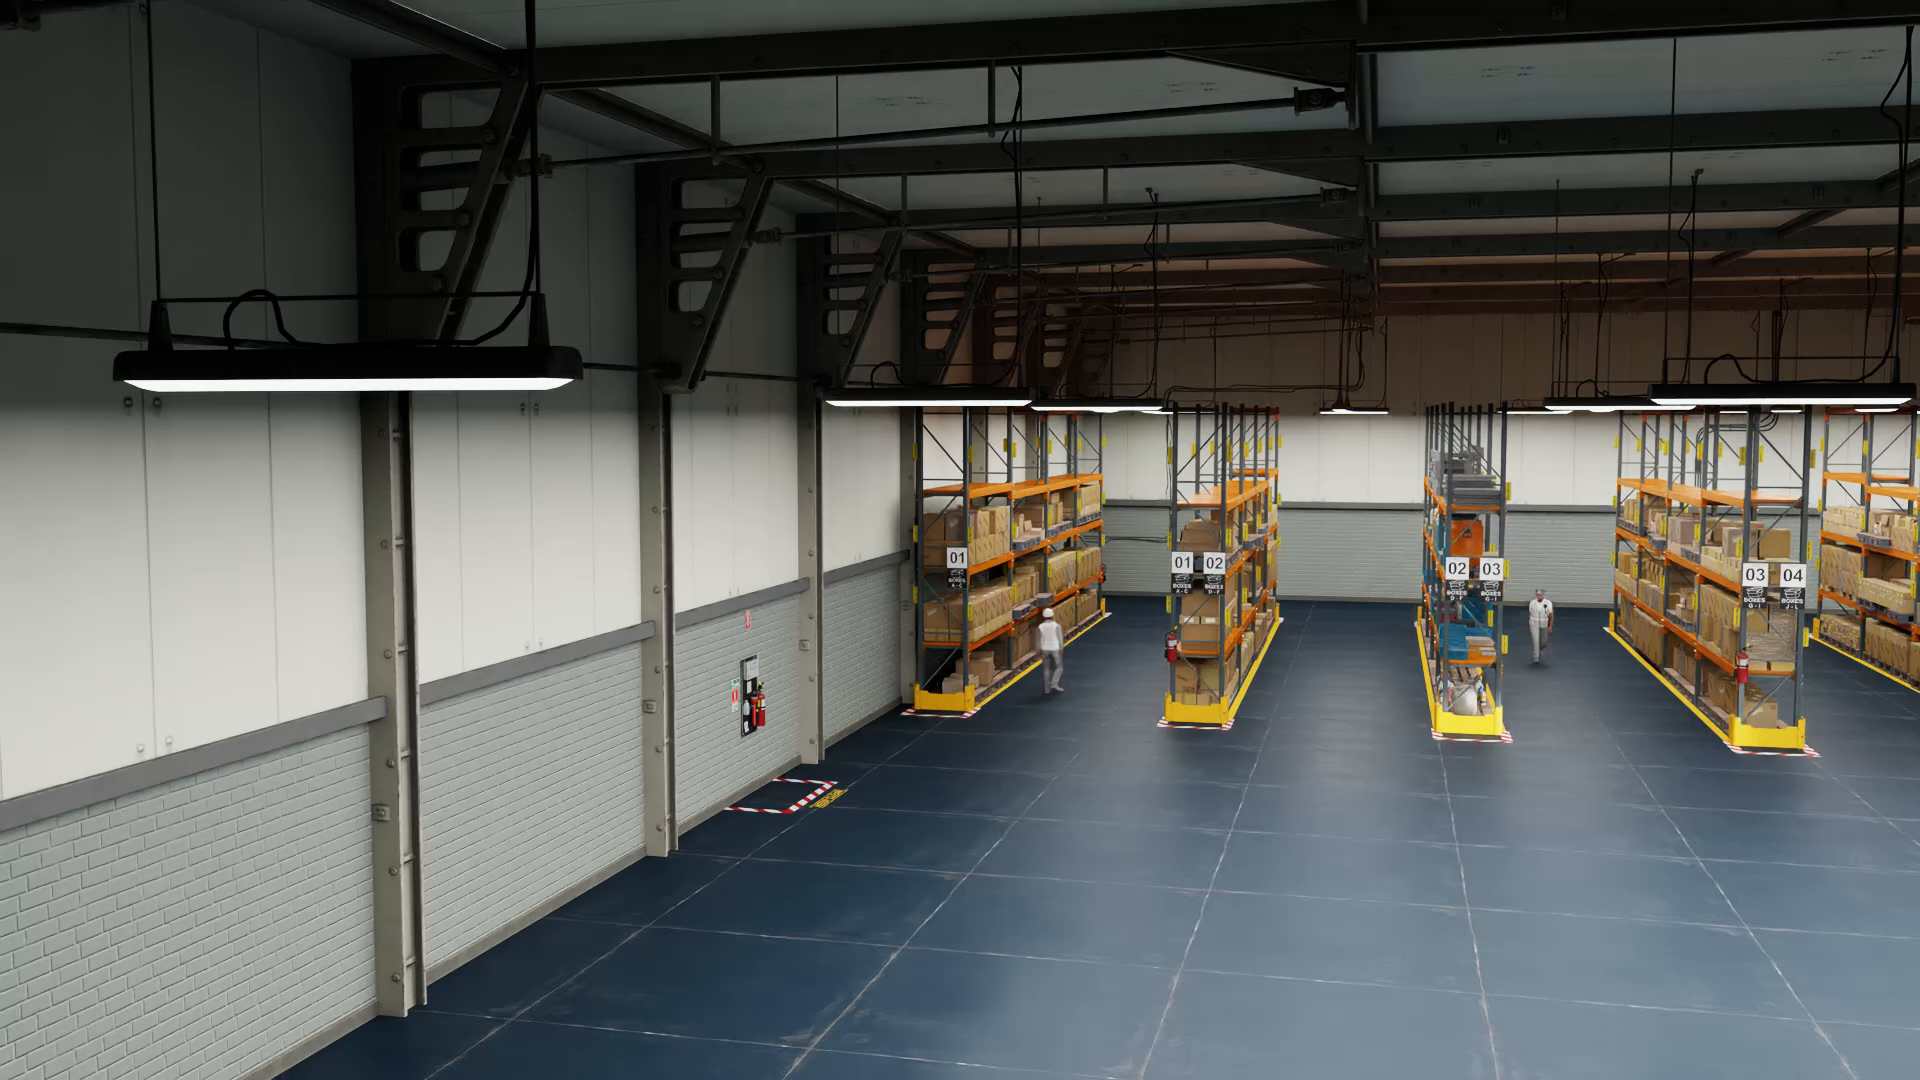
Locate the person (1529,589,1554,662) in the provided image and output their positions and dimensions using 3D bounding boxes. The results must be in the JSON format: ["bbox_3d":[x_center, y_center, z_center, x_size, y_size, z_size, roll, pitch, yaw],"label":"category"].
[{"bbox_3d":[13.617,1.972,39.003,0.524,1.713,0.971,1,4,11],"label":"person"}]

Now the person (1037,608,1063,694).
[{"bbox_3d":[1.869,2.304,34.398,0.592,1.763,0.505,1,4,13],"label":"person"}]
